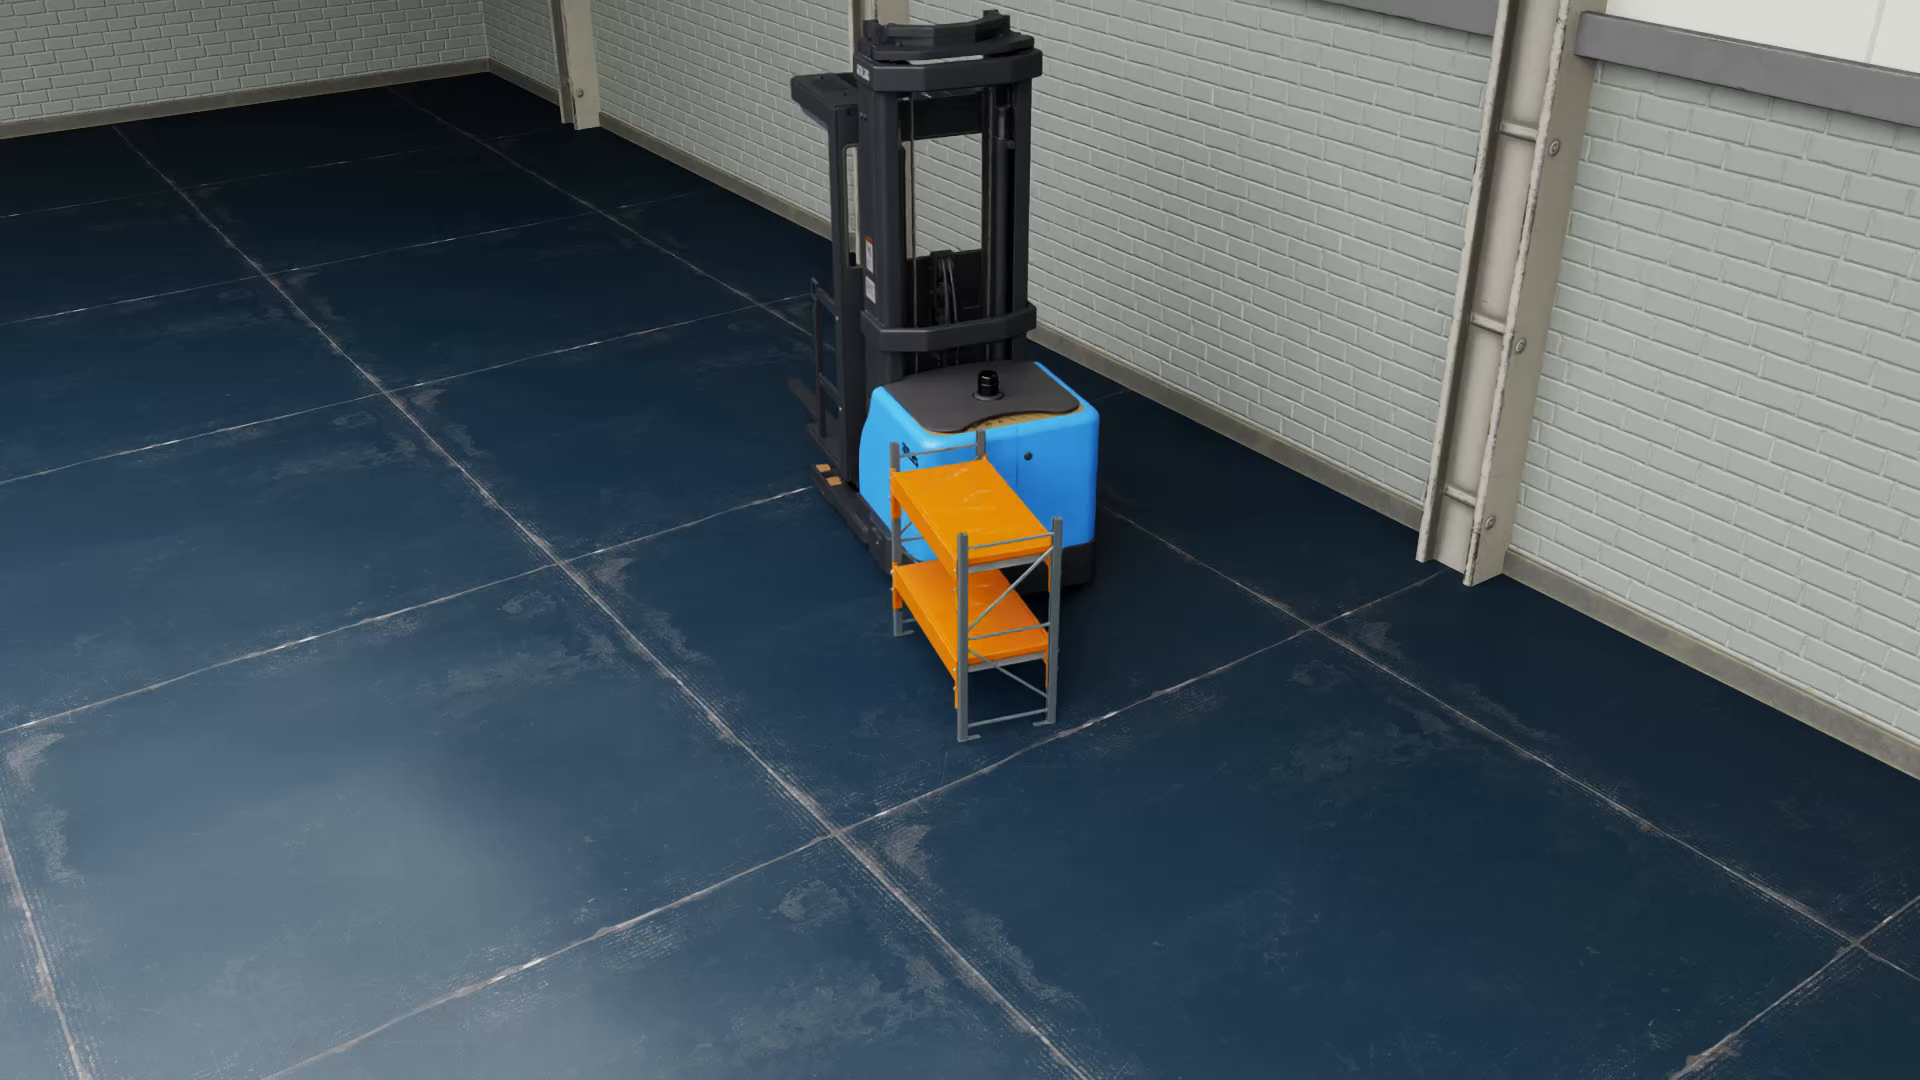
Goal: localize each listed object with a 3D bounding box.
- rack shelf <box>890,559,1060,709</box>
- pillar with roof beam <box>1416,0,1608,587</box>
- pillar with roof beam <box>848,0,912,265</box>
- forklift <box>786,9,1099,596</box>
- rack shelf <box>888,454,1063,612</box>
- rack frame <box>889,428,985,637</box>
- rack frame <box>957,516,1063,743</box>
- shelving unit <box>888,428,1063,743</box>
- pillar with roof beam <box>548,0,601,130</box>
[{"bbox_3d":[0.058,0.418,8.314,0.538,0.278,1.000,-10,30,-17],"label":"rack shelf"},{"bbox_3d":[-0.654,-2.621,5.146,9.100,9.000,0.400,-19,34,-31],"label":"pillar with roof beam"},{"bbox_3d":[-4.134,-4.953,9.441,9.100,9.000,0.400,-19,34,-31],"label":"pillar with roof beam"},{"bbox_3d":[-0.282,-1.580,9.588,1.130,2.935,3.031,-11,30,-20],"label":"forklift"},{"bbox_3d":[0.058,-0.054,8.058,0.538,0.278,1.000,-10,30,-17],"label":"rack shelf"},{"bbox_3d":[-0.112,-0.026,8.619,0.500,1.125,0.032,-10,30,-17],"label":"rack frame"},{"bbox_3d":[0.227,0.432,7.777,0.500,1.125,0.032,-10,30,-17],"label":"rack frame"},{"bbox_3d":[0.058,0.203,8.198,0.538,1.125,1.048,-10,30,-17],"label":"shelving unit"},{"bbox_3d":[-7.614,-7.286,13.736,9.100,9.000,0.400,-19,34,-31],"label":"pillar with roof beam"}]
